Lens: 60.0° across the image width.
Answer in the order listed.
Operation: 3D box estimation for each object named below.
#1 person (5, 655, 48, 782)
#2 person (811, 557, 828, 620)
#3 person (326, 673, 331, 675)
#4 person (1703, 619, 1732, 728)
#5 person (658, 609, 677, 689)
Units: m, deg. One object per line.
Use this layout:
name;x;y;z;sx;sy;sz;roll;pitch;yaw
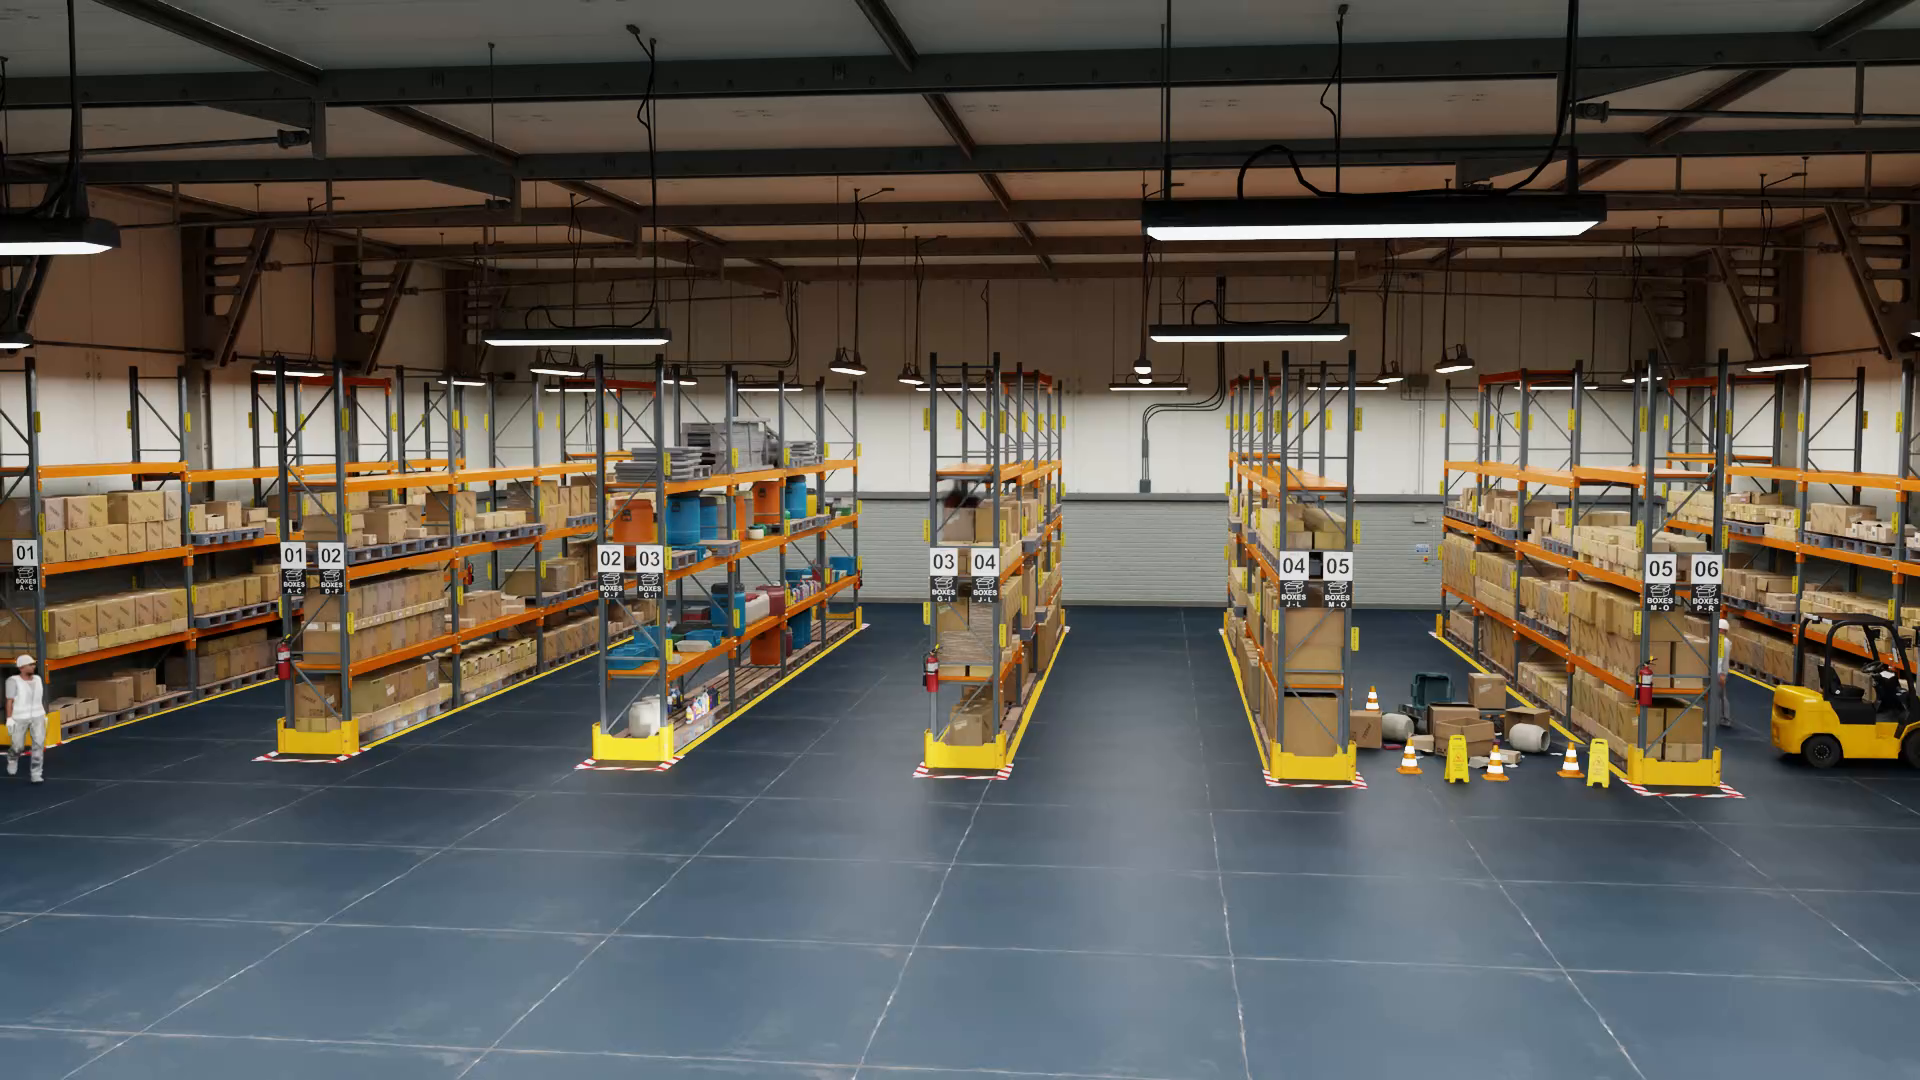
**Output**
person;-13.011;2.473;23.158;0.576;1.765;0.700;-4;6;-44
person;-3.604;1.221;42.227;0.437;1.576;0.759;1;4;18
person;-12.358;1.838;32.898;0.409;1.761;0.553;0;4;4
person;12.471;2.189;27.382;0.452;1.776;0.561;2;5;30
person;-5.218;2.069;29.743;0.522;1.692;0.349;1;4;14
